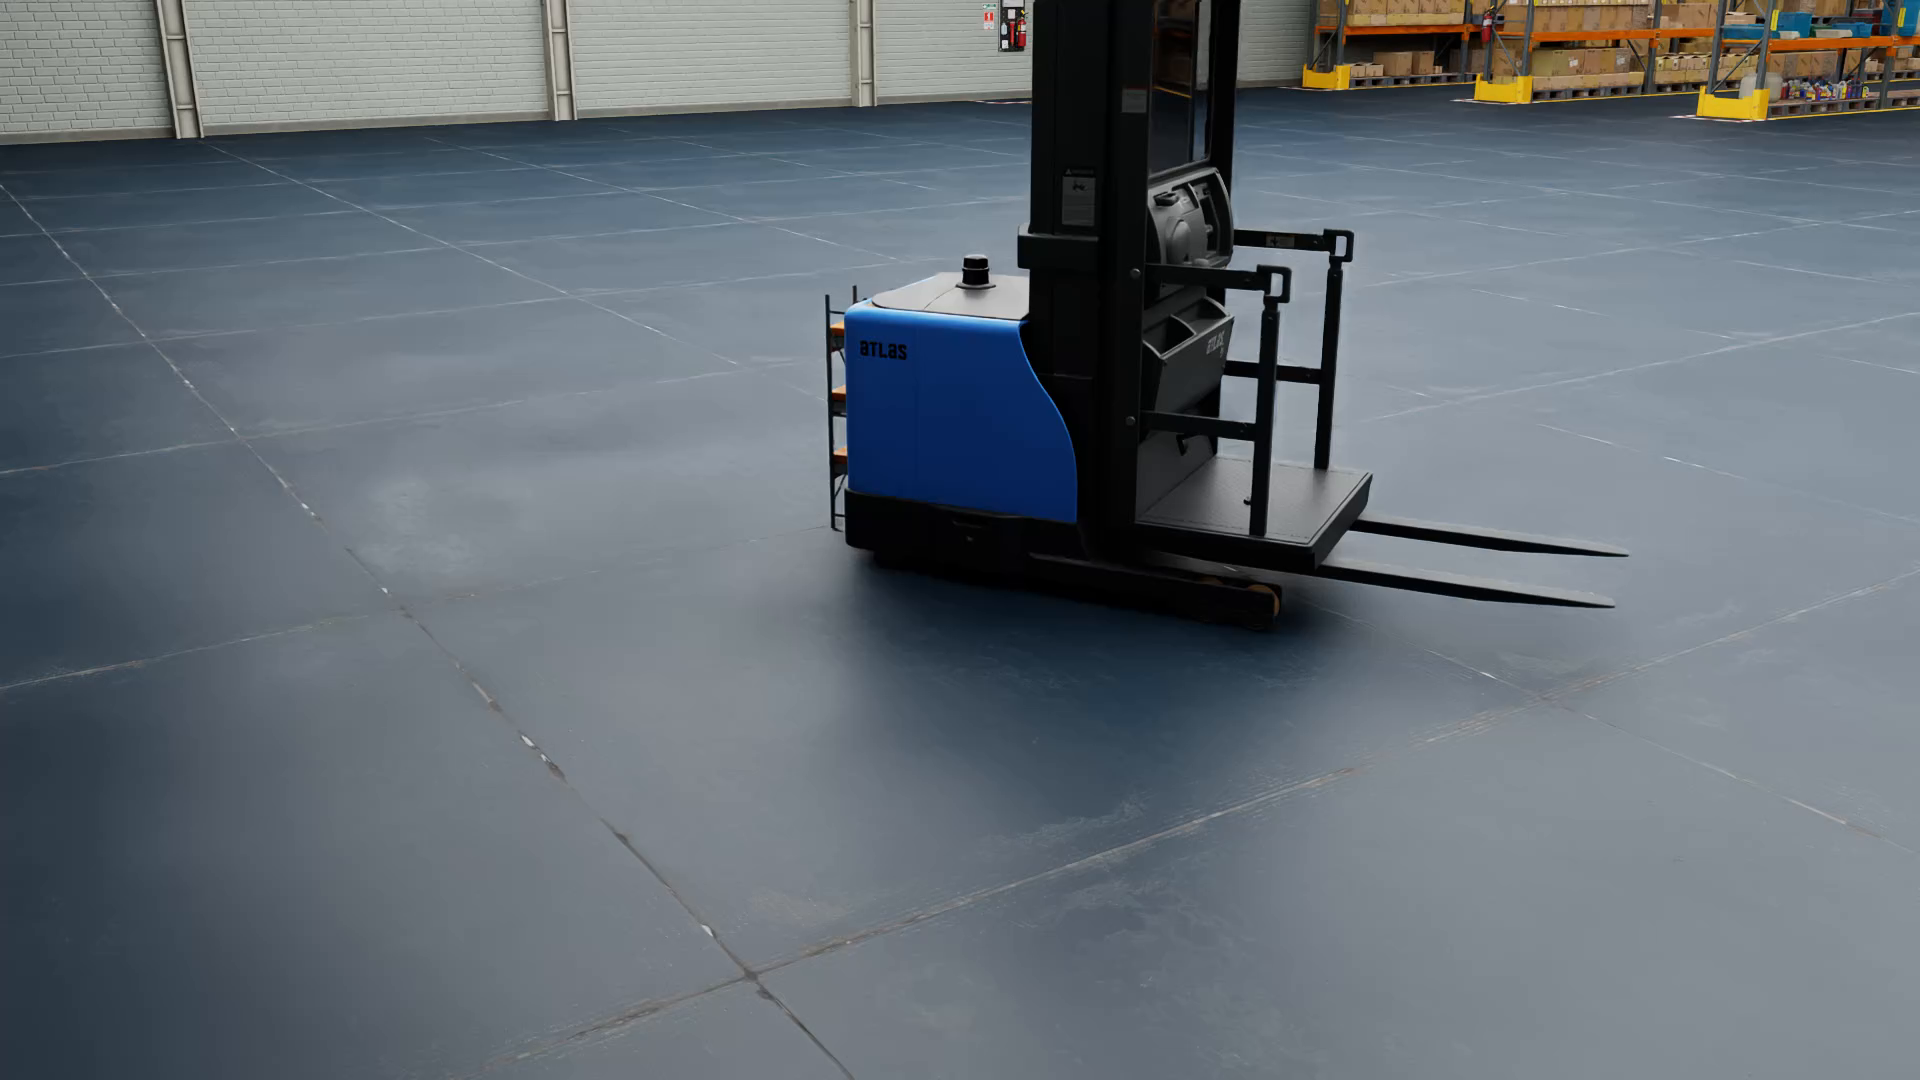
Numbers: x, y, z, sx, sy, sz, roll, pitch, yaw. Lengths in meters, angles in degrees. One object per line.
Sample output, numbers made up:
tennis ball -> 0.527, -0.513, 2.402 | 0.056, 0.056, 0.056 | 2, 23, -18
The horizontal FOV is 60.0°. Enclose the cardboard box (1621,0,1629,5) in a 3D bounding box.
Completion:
cardboard box -> 13.394, -10.982, 33.876 | 0.250, 0.149, 0.380 | -12, 22, -32

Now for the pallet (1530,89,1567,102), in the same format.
pallet -> 11.422, -8.989, 33.504 | 1.213, 0.211, 1.003 | -12, 22, -31

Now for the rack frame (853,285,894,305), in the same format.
rack frame -> -0.375, -0.600, 7.379 | 0.200, 1.050, 0.008 | 9, 20, 24

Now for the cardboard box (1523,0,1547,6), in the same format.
cardboard box -> 11.252, -10.530, 32.540 | 0.250, 0.149, 0.380 | -12, 22, -32

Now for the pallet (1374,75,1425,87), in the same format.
pallet -> 9.858, -10.528, 38.057 | 1.213, 0.211, 1.003 | -12, 22, -31

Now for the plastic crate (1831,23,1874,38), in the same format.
plastic crate -> 16.093, -9.205, 30.021 | 0.616, 0.251, 0.499 | -12, 22, -31

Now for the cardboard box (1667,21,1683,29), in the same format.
cardboard box -> 14.999, -10.851, 35.050 | 0.250, 0.149, 0.380 | -12, 22, -31

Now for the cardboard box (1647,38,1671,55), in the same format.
cardboard box -> 17.629, -12.633, 42.631 | 0.750, 0.750, 0.750 | -12, 22, -31

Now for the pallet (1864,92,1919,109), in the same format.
pallet -> 17.503, -8.371, 31.676 | 1.213, 0.211, 1.003 | -12, 22, -31

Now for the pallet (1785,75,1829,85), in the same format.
pallet -> 19.150, -10.587, 38.232 | 1.213, 0.211, 1.003 | -12, 22, -31

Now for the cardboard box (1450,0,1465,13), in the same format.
cardboard box -> 11.195, -12.321, 38.037 | 0.500, 0.500, 0.500 | -12, 22, -32

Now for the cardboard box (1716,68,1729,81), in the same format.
cardboard box -> 16.332, -10.132, 36.169 | 0.500, 0.250, 0.500 | -11, 22, -30

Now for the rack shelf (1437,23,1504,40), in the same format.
rack shelf -> 13.090, -12.204, 39.785 | 4.000, 0.370, 1.077 | -12, 22, -31

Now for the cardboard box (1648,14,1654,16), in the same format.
cardboard box -> 17.347, -13.211, 41.999 | 0.250, 0.149, 0.380 | -12, 22, -31

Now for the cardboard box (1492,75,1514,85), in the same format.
cardboard box -> 11.092, -9.234, 33.512 | 0.500, 0.250, 0.500 | -12, 22, -31

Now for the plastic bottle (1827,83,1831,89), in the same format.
plastic bottle -> 15.862, -8.184, 30.324 | 0.133, 0.283, 0.061 | -12, 22, -31

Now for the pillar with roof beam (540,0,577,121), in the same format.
pillar with roof beam -> -4.478, -10.363, 23.847 | 0.400, 9.000, 9.100 | -12, 22, -31

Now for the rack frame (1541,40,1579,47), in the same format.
rack frame -> 14.760, -12.898, 40.711 | 0.127, 3.000, 1.000 | -12, 22, -31

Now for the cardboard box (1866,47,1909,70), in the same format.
cardboard box -> 22.395, -11.636, 40.190 | 0.637, 0.503, 0.797 | -12, 22, -31

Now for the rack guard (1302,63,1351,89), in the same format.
rack guard -> 8.142, -10.318, 36.983 | 0.348, 0.500, 1.175 | -12, 22, -31

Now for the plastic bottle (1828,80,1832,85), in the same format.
plastic bottle -> 16.361, -8.520, 31.336 | 0.097, 0.271, 0.097 | 0, 19, 0

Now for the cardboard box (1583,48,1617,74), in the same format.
cardboard box -> 13.040, -9.806, 34.034 | 0.500, 0.500, 0.500 | -12, 22, -31

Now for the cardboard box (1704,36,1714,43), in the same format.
cardboard box -> 19.604, -13.132, 43.639 | 0.250, 0.149, 0.380 | -13, 22, -33

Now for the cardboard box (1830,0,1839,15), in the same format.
cardboard box -> 19.770, -12.362, 38.317 | 0.500, 0.500, 0.700 | -8, 20, -23

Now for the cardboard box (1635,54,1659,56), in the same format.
cardboard box -> 14.759, -10.272, 35.707 | 0.500, 0.311, 0.500 | -11, 22, -30

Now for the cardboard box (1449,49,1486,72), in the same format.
cardboard box -> 12.025, -11.351, 39.354 | 0.500, 0.500, 0.700 | -11, 22, -30

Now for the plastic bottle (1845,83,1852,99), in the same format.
plastic bottle -> 16.215, -8.201, 30.372 | 0.133, 0.283, 0.061 | -10, 21, -28

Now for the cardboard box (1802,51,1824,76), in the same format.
cardboard box -> 19.314, -10.875, 37.946 | 0.500, 0.500, 0.500 | -13, 23, -33

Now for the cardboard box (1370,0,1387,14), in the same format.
cardboard box -> 9.061, -11.870, 36.705 | 0.500, 0.500, 0.500 | -12, 22, -31

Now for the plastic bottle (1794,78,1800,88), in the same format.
plastic bottle -> 15.453, -8.357, 30.731 | 0.185, 0.351, 0.144 | -12, 22, -32

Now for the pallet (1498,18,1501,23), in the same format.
pallet -> 13.129, -12.447, 39.678 | 1.213, 0.211, 1.003 | -12, 22, -31

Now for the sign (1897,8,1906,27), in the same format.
sign -> 17.161, -9.525, 30.304 | 0.005, 0.325, 0.100 | -12, 22, -31

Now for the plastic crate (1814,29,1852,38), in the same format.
plastic crate -> 15.651, -9.064, 29.785 | 0.437, 0.136, 0.530 | -12, 22, -31

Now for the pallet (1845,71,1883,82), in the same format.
pallet -> 21.402, -11.077, 39.682 | 1.213, 0.211, 1.003 | -12, 22, -31

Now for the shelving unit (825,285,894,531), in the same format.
shelving unit -> -0.427, -0.564, 7.275 | 0.215, 1.050, 0.252 | 9, 20, 24

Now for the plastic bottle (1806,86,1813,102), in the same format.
plastic bottle -> 15.213, -7.990, 29.770 | 0.097, 0.271, 0.097 | 0, 19, 0

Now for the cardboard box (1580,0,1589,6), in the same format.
cardboard box -> 12.327, -10.758, 33.213 | 0.250, 0.149, 0.380 | -12, 22, -32

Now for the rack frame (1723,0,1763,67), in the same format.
rack frame -> 17.488, -11.573, 36.794 | 0.127, 3.000, 1.000 | -12, 22, -31

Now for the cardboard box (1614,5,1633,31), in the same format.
cardboard box -> 13.343, -10.742, 34.178 | 0.500, 0.500, 0.700 | -12, 22, -32

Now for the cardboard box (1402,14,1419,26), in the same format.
cardboard box -> 9.939, -11.700, 37.371 | 0.500, 0.250, 0.500 | -12, 22, -31

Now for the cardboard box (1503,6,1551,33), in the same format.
cardboard box -> 11.203, -10.290, 32.843 | 0.500, 0.500, 0.700 | -12, 22, -31

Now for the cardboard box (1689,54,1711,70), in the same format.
cardboard box -> 15.912, -10.308, 35.814 | 0.500, 0.311, 0.500 | -11, 22, -30

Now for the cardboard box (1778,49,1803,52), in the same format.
cardboard box -> 19.036, -11.373, 38.246 | 0.500, 0.250, 0.500 | -12, 22, -32

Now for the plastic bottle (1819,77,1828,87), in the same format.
plastic bottle -> 16.045, -8.427, 30.937 | 0.185, 0.351, 0.144 | -12, 22, -31

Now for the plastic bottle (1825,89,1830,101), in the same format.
plastic bottle -> 15.665, -8.053, 30.063 | 0.097, 0.201, 0.097 | 0, 19, 0

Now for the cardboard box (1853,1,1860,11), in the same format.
cardboard box -> 21.105, -12.482, 39.326 | 0.500, 0.500, 0.500 | -11, 22, -31

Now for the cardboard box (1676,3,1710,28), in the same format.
cardboard box -> 15.656, -11.228, 35.617 | 0.500, 0.500, 0.500 | -12, 22, -31

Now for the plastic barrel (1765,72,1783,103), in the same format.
plastic barrel -> 14.454, -8.084, 29.701 | 0.421, 0.512, 0.421 | 0, 19, 0

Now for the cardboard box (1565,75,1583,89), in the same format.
cardboard box -> 12.210, -9.272, 33.626 | 0.500, 0.250, 0.500 | -12, 22, -31

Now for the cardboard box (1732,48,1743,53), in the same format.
cardboard box -> 20.494, -13.083, 44.508 | 0.500, 0.500, 0.700 | -12, 22, -32

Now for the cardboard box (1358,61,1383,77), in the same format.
cardboard box -> 9.182, -10.621, 37.490 | 0.500, 0.311, 0.500 | -10, 21, -27

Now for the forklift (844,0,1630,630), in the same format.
forklift -> 1.076, -1.246, 6.353 | 3.031, 2.935, 1.130 | 9, 20, 24

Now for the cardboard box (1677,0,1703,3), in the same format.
cardboard box -> 18.563, -13.835, 43.017 | 0.700, 0.700, 0.980 | -12, 22, -31

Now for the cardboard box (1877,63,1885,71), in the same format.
cardboard box -> 22.015, -11.315, 39.768 | 0.250, 0.166, 0.380 | -12, 22, -31
